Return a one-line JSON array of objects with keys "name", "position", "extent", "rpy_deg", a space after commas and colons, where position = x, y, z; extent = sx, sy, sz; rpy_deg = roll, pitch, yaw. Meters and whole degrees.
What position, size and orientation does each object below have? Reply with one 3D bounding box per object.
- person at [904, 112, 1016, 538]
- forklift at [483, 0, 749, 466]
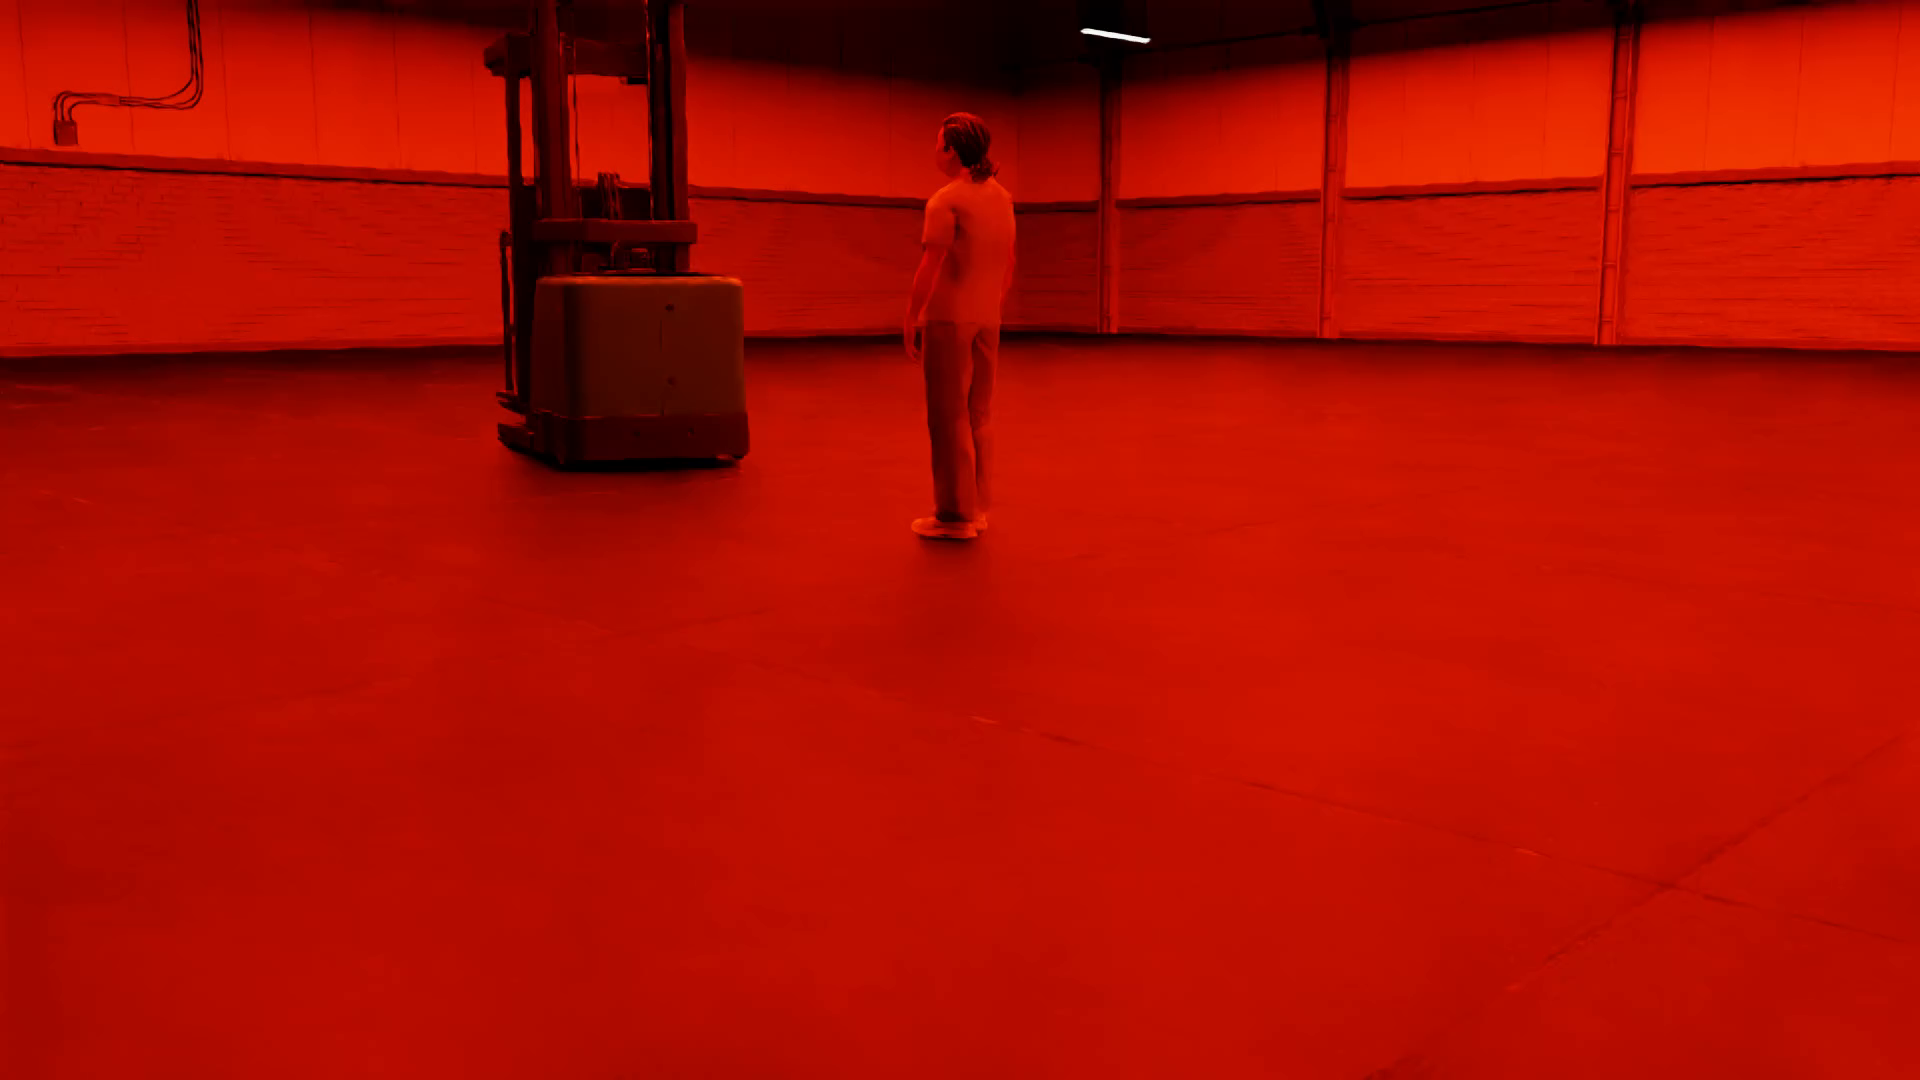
[{"name": "person", "position": [-0.044, -0.845, 6.652], "extent": [0.548, 1.674, 0.550], "rpy_deg": [8, 12, 43]}, {"name": "forklift", "position": [-2.316, -2.041, 10.429], "extent": [1.130, 2.935, 3.031], "rpy_deg": [-4, 10, -26]}]
